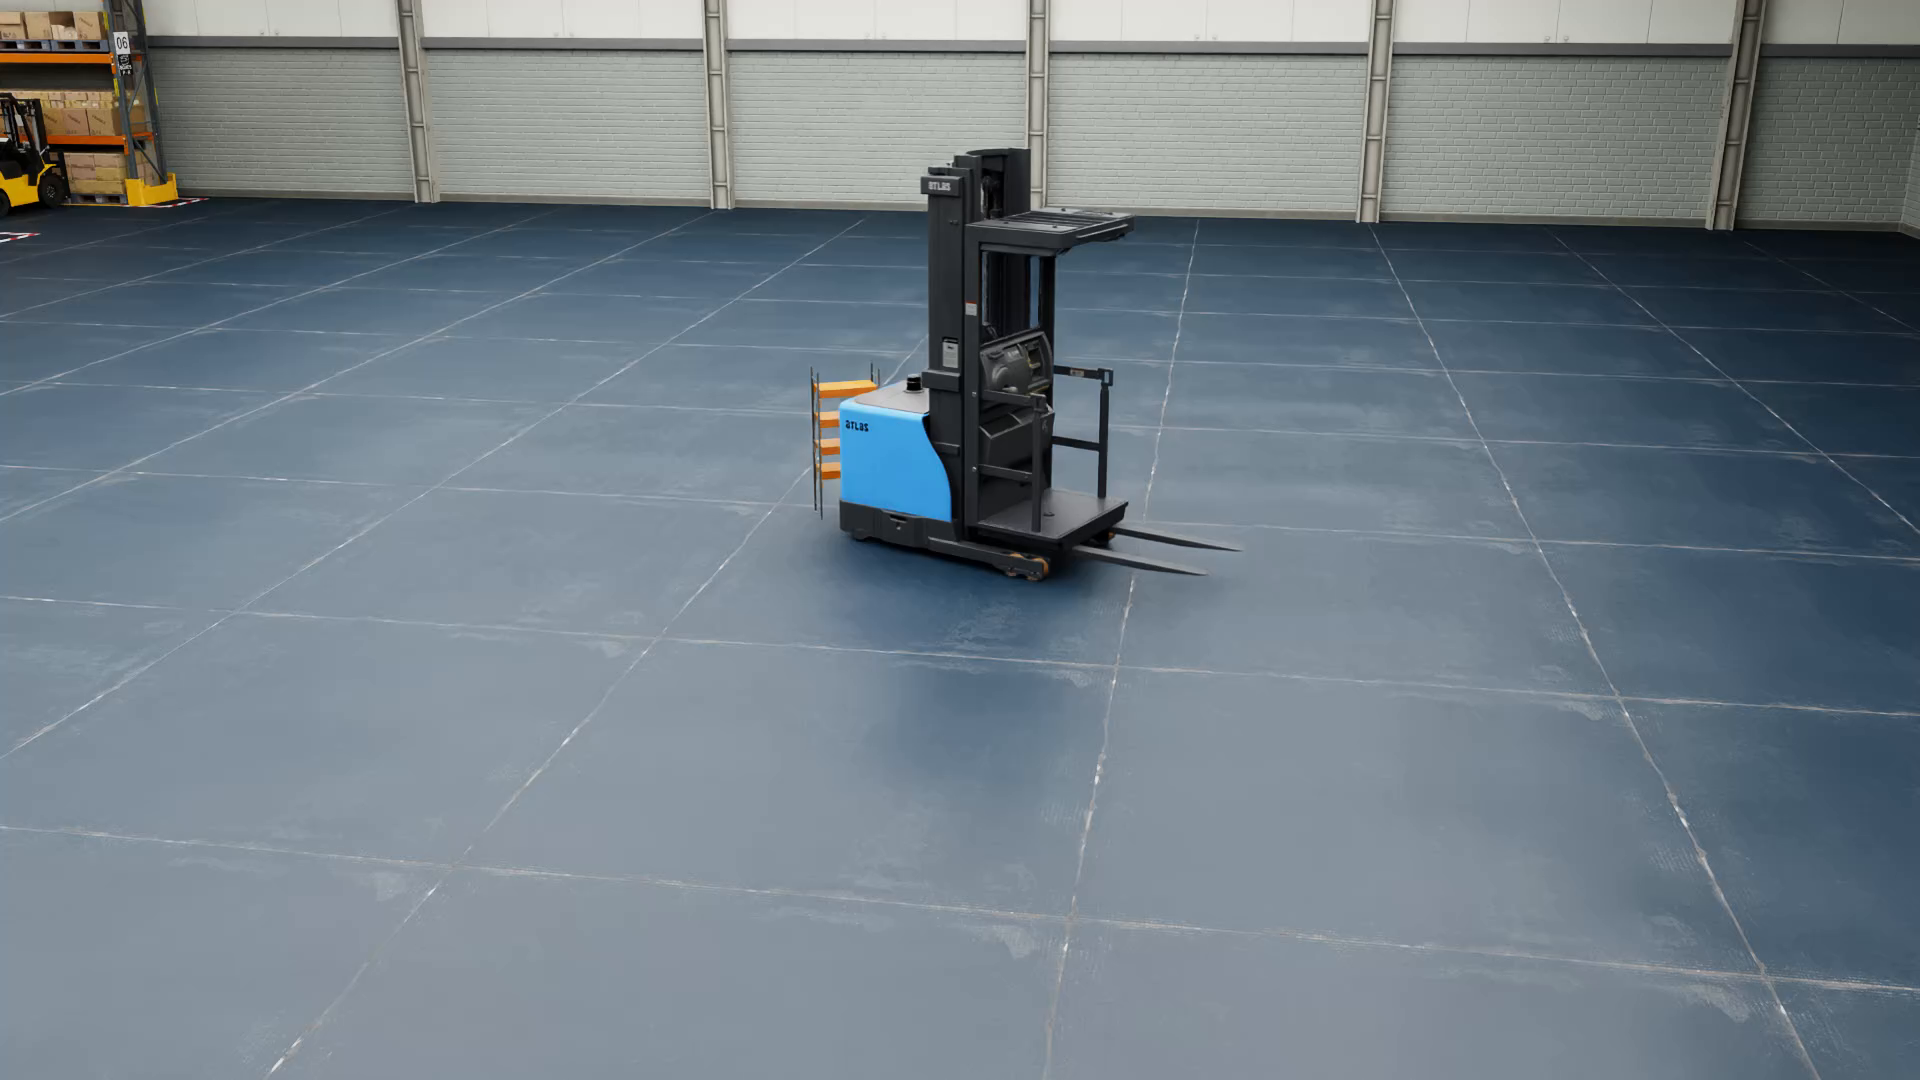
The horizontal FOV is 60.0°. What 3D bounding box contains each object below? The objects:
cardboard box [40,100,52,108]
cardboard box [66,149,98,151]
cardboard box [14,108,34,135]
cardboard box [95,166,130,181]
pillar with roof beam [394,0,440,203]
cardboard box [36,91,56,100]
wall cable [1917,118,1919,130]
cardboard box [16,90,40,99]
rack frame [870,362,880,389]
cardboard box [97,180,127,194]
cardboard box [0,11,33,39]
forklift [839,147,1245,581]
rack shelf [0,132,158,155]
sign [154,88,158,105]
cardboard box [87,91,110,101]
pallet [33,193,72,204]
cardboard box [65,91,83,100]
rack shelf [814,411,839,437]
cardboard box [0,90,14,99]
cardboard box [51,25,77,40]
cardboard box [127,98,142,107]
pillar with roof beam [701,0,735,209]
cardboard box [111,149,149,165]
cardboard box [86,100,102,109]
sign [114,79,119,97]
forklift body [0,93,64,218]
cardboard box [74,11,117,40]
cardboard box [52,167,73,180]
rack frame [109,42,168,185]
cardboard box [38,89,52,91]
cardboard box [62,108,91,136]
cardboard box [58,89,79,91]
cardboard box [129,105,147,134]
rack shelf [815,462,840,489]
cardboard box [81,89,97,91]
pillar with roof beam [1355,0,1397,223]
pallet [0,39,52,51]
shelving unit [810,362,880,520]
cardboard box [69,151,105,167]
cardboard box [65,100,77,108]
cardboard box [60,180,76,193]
[{"bbox_3d":[-17.481,-8.390,31.963,0.250,0.149,0.380,3,19,9],"label":"cardboard box"},{"bbox_3d":[-17.254,-7.554,32.740,0.500,0.250,0.500,3,19,8],"label":"cardboard box"},{"bbox_3d":[-17.866,-8.115,32.163,0.500,0.500,0.500,3,19,9],"label":"cardboard box"},{"bbox_3d":[-16.354,-7.107,32.193,0.500,0.250,0.500,3,19,8],"label":"cardboard box"},{"bbox_3d":[-11.127,-9.560,27.186,0.400,9.000,9.100,3,19,9],"label":"pillar with roof beam"},{"bbox_3d":[-17.487,-8.529,31.911,0.250,0.149,0.380,3,19,10],"label":"cardboard box"},{"bbox_3d":[15.951,-7.666,26.418,0.112,2.526,3.097,3,19,9],"label":"wall cable"},{"bbox_3d":[-17.972,-8.590,32.092,0.250,0.149,0.380,3,19,9],"label":"cardboard box"},{"bbox_3d":[-0.672,-0.812,13.331,0.015,1.200,0.240,-6,19,-17],"label":"rack frame"},{"bbox_3d":[-16.338,-6.868,32.267,0.500,0.250,0.500,3,19,9],"label":"cardboard box"},{"bbox_3d":[-17.866,-9.837,31.757,0.637,0.503,0.797,4,19,10],"label":"cardboard box"},{"bbox_3d":[0.586,-1.286,12.021,3.031,2.935,1.130,12,22,31],"label":"forklift"},{"bbox_3d":[-17.798,-7.808,32.537,4.000,0.370,1.077,3,19,9],"label":"rack shelf"},{"bbox_3d":[-15.730,-8.670,32.491,0.005,0.325,0.100,3,19,9],"label":"sign"},{"bbox_3d":[-16.459,-8.499,31.821,0.250,0.149,0.380,3,19,9],"label":"cardboard box"},{"bbox_3d":[-17.787,-6.814,32.826,1.213,0.211,1.003,3,19,9],"label":"pallet"},{"bbox_3d":[-16.956,-8.540,31.942,0.250,0.149,0.380,3,19,9],"label":"cardboard box"},{"bbox_3d":[-0.904,-0.937,13.212,0.480,0.148,0.258,-6,19,-17],"label":"rack shelf"},{"bbox_3d":[-18.481,-8.592,32.099,0.250,0.149,0.380,3,19,8],"label":"cardboard box"},{"bbox_3d":[-16.940,-9.613,31.464,0.258,0.266,0.396,3,19,9],"label":"cardboard box"},{"bbox_3d":[-16.118,-8.502,32.297,0.250,0.149,0.380,2,19,7],"label":"cardboard box"},{"bbox_3d":[-5.203,-9.258,26.283,0.400,9.000,9.100,3,19,9],"label":"pillar with roof beam"},{"bbox_3d":[-16.268,-7.501,32.583,0.500,0.250,0.500,3,19,8],"label":"cardboard box"},{"bbox_3d":[-16.468,-8.337,31.804,0.250,0.149,0.380,3,19,10],"label":"cardboard box"},{"bbox_3d":[-15.924,-8.541,31.395,0.005,0.325,0.100,3,19,9],"label":"sign"},{"bbox_3d":[-17.985,-7.170,30.834,1.214,2.155,2.313,3,19,9],"label":"forklift body"},{"bbox_3d":[-16.299,-9.711,31.386,0.500,0.500,0.500,4,19,10],"label":"cardboard box"},{"bbox_3d":[-17.360,-7.155,32.337,0.500,0.250,0.500,2,19,7],"label":"cardboard box"},{"bbox_3d":[-15.824,-8.048,32.122,0.127,3.000,1.000,3,19,9],"label":"rack frame"},{"bbox_3d":[-17.906,-8.727,32.503,0.250,0.149,0.380,3,19,10],"label":"cardboard box"},{"bbox_3d":[-16.862,-8.067,32.021,0.500,0.500,0.500,4,19,10],"label":"cardboard box"},{"bbox_3d":[-17.387,-8.728,32.503,0.250,0.149,0.380,2,19,7],"label":"cardboard box"},{"bbox_3d":[-16.269,-8.208,32.441,0.500,0.500,0.500,4,19,10],"label":"cardboard box"},{"bbox_3d":[-0.904,-0.536,13.346,0.480,0.148,0.258,-6,19,-17],"label":"rack shelf"},{"bbox_3d":[-16.879,-8.678,32.355,0.250,0.149,0.380,3,19,9],"label":"cardboard box"},{"bbox_3d":[6.645,-8.654,24.478,0.400,9.000,9.100,3,19,9],"label":"pillar with roof beam"},{"bbox_3d":[-17.726,-9.533,31.972,1.213,0.211,1.003,3,19,9],"label":"pallet"},{"bbox_3d":[-0.904,-0.789,13.261,0.503,1.200,0.258,-6,19,-17],"label":"shelving unit"},{"bbox_3d":[-16.833,-7.367,32.182,0.500,0.250,0.500,3,19,10],"label":"cardboard box"},{"bbox_3d":[-16.957,-8.385,31.948,0.250,0.149,0.380,3,19,8],"label":"cardboard box"},{"bbox_3d":[-17.320,-6.924,32.434,0.500,0.250,0.500,3,19,9],"label":"cardboard box"}]
